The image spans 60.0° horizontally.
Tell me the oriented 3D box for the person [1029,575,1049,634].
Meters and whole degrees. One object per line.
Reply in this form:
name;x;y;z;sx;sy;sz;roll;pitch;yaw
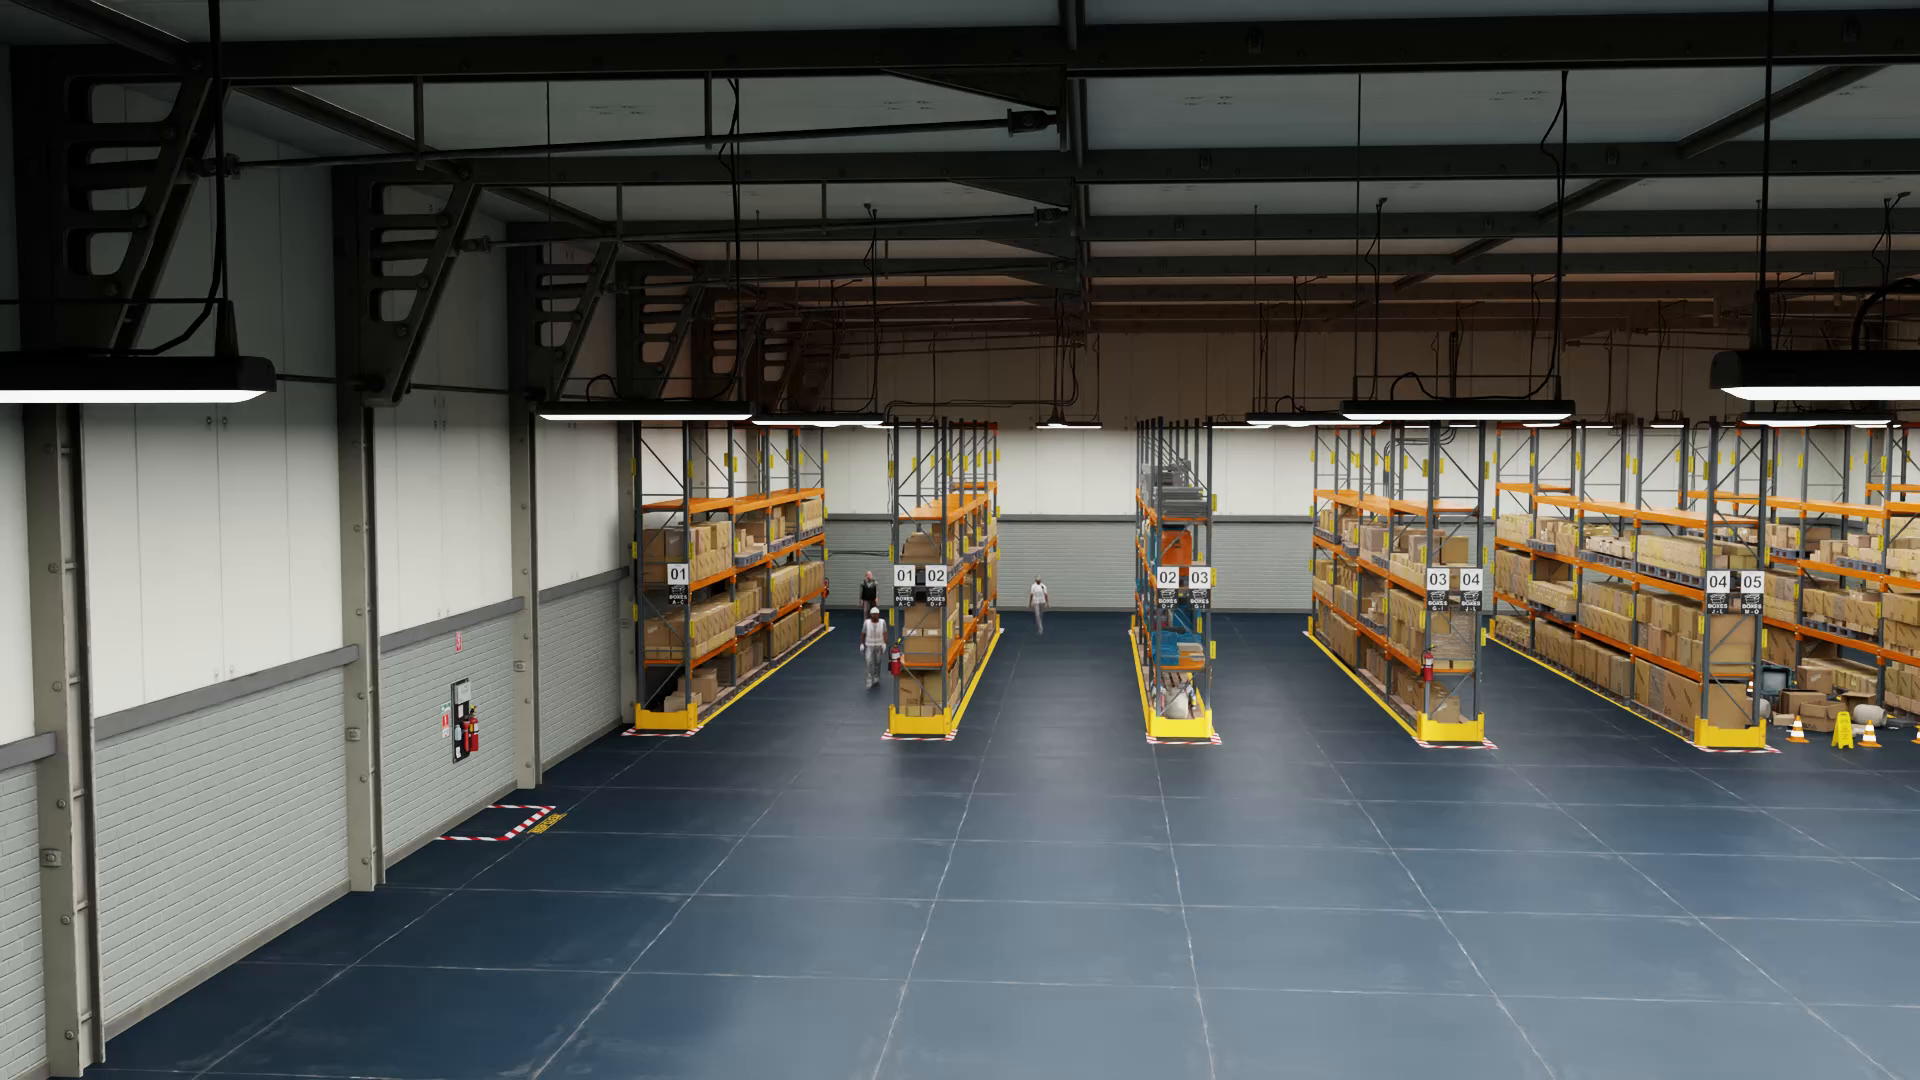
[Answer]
person;2.272;1.802;47.241;0.491;1.626;0.973;-1;4;-16

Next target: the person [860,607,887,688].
person;-1.929;2.392;37.402;0.602;1.764;0.866;-1;4;-11

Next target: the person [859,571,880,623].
person;-2.611;1.737;47.915;0.589;1.649;1.058;0;4;-5
